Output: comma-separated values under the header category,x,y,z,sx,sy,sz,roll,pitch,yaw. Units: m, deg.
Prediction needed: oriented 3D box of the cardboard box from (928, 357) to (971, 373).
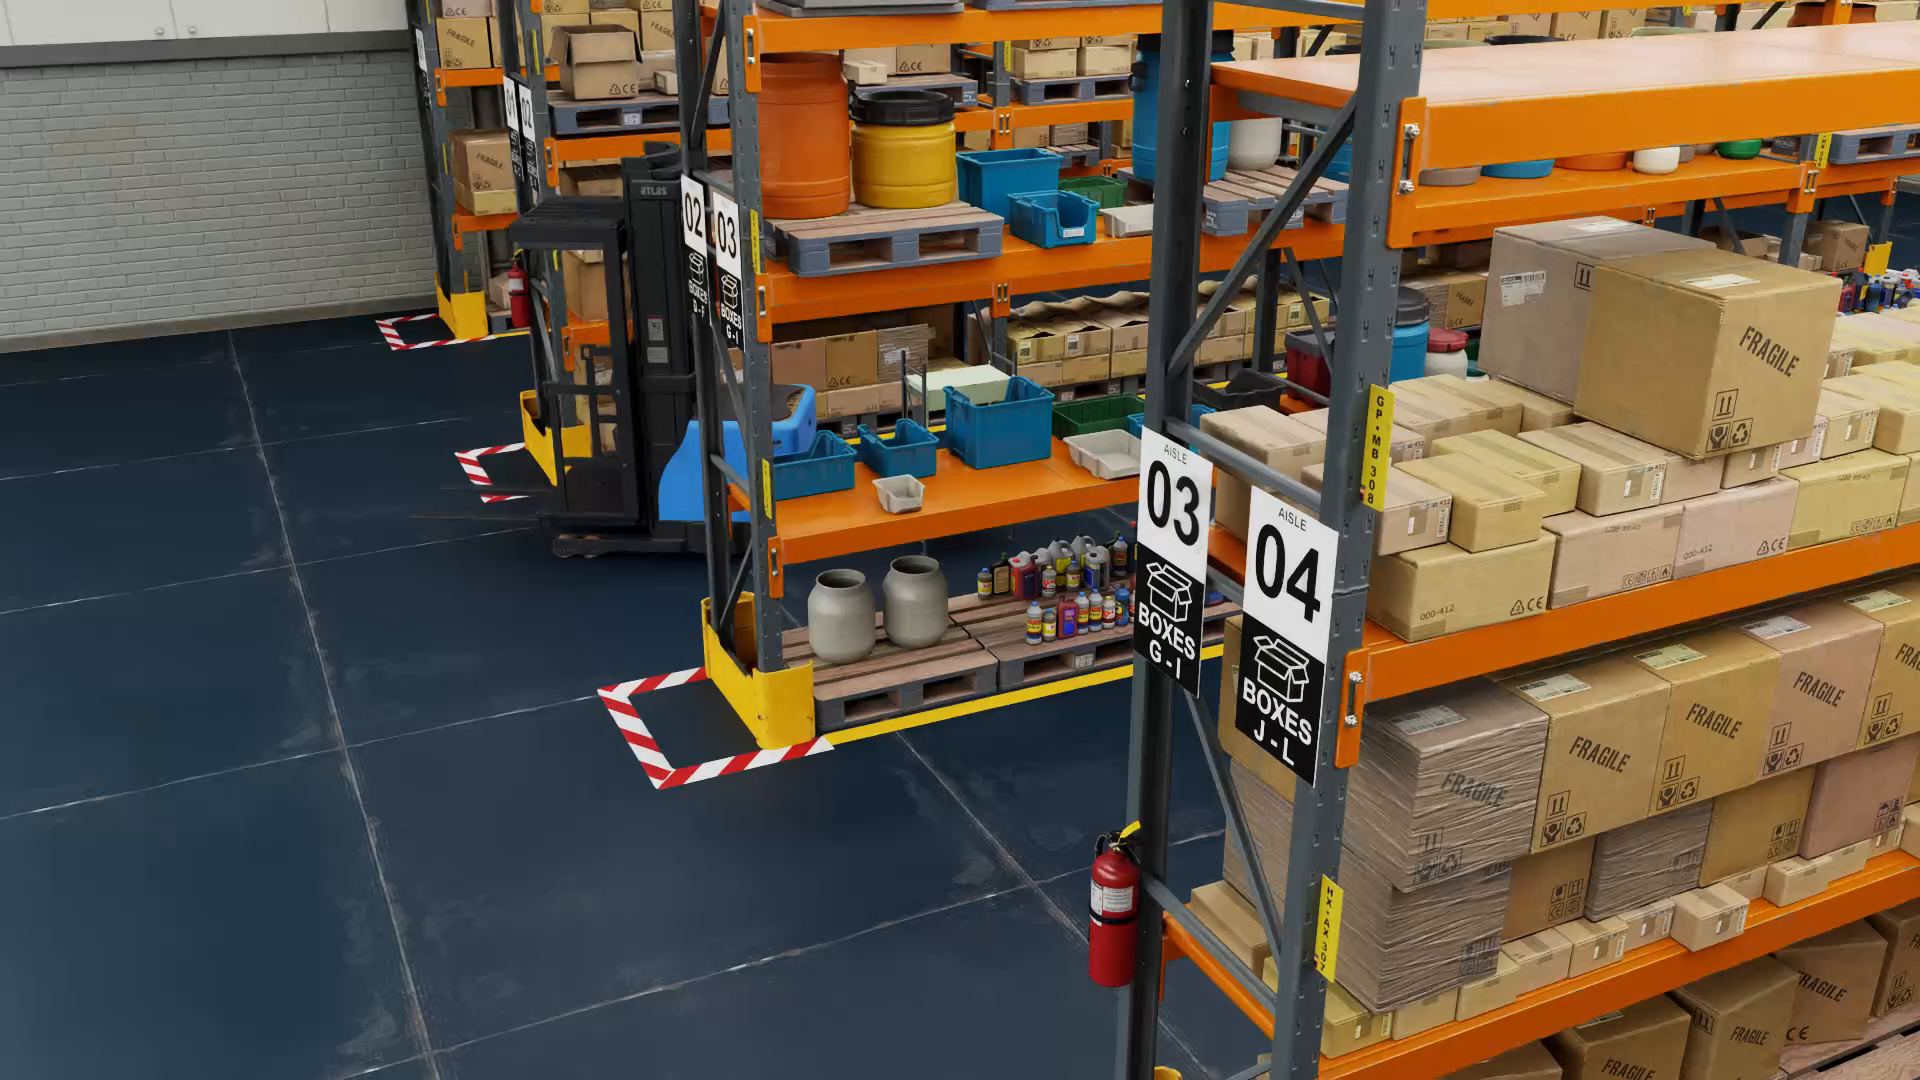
category,x,y,z,sx,sy,sz,roll,pitch,yaw
cardboard box,-0.160,-1.487,15.466,0.500,0.250,0.500,-10,25,-24

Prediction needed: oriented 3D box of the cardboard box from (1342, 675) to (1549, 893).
category,x,y,z,sx,sy,sz,roll,pitch,yaw
cardboard box,1.465,0.720,5.262,0.500,0.500,0.500,-10,25,-24

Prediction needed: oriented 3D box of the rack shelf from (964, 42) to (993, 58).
category,x,y,z,sx,sy,sz,roll,pitch,yaw
rack shelf,-0.187,-5.807,19.876,4.000,0.370,1.077,-10,25,-24

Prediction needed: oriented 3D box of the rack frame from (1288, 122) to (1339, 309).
category,x,y,z,sx,sy,sz,roll,pitch,yaw
rack frame,3.767,-3.379,16.991,0.127,3.000,1.000,-10,25,-24

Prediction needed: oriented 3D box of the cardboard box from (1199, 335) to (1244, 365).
category,x,y,z,sx,sy,sz,roll,pitch,yaw
cardboard box,2.481,-1.962,16.614,0.500,0.250,0.500,-10,24,-22

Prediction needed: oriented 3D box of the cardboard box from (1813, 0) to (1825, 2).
category,x,y,z,sx,sy,sz,roll,pitch,yaw
cardboard box,9.628,-6.336,18.774,0.500,0.500,0.700,-10,25,-24

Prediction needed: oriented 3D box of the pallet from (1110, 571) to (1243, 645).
category,x,y,z,sx,sy,sz,roll,pitch,yaw
pallet,1.685,0.378,11.561,1.213,0.211,1.003,-10,25,-24

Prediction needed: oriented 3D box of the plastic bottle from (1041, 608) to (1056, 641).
category,x,y,z,sx,sy,sz,roll,pitch,yaw
plastic bottle,0.566,0.535,10.619,0.097,0.201,0.097,0,22,0

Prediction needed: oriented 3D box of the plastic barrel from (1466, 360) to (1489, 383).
category,x,y,z,sx,sy,sz,roll,pitch,yaw
plastic barrel,3.567,-1.110,11.692,0.301,0.262,0.301,0,22,0

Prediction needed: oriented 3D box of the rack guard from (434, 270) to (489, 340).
category,x,y,z,sx,sy,sz,roll,pitch,yaw
rack guard,-5.525,-2.616,18.416,0.348,0.500,1.175,-10,25,-24

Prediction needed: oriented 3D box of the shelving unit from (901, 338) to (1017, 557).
category,x,y,z,sx,sy,sz,roll,pitch,yaw
shelving unit,-0.006,-0.692,12.460,0.755,1.500,0.431,-10,25,-24

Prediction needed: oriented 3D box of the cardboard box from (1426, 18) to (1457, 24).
category,x,y,z,sx,sy,sz,roll,pitch,yaw
cardboard box,4.623,-5.428,16.581,0.500,0.500,0.500,-10,25,-24

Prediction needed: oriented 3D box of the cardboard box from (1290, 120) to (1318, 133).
category,x,y,z,sx,sy,sz,roll,pitch,yaw
cardboard box,4.458,-5.690,22.029,0.500,0.500,0.500,-10,25,-23

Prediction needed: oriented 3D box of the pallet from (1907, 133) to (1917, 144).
category,x,y,z,sx,sy,sz,roll,pitch,yaw
pallet,7.832,-3.281,13.078,1.213,0.211,1.003,-10,25,-24

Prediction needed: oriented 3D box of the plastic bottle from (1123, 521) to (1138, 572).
category,x,y,z,sx,sy,sz,roll,pitch,yaw
plastic bottle,1.230,0.035,11.631,0.185,0.351,0.144,-12,25,-26

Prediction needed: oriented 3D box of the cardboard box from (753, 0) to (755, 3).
category,x,y,z,sx,sy,sz,roll,pitch,yaw
cardboard box,-2.323,-6.149,18.296,0.500,0.500,0.500,-13,26,-28

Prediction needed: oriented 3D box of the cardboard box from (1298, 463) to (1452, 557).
category,x,y,z,sx,sy,sz,roll,pitch,yaw
cardboard box,1.200,-0.104,4.833,0.250,0.149,0.380,-11,25,-24

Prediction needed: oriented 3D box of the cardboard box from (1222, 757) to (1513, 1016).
category,x,y,z,sx,sy,sz,roll,pitch,yaw
cardboard box,1.359,1.097,5.658,0.500,0.500,0.875,-10,25,-24

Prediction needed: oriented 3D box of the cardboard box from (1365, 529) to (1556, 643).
category,x,y,z,sx,sy,sz,roll,pitch,yaw
cardboard box,1.398,0.055,4.969,0.500,0.250,0.500,-10,24,-22

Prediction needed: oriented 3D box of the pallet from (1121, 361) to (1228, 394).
category,x,y,z,sx,sy,sz,roll,pitch,yaw
pallet,1.911,-1.767,16.742,1.213,0.211,1.003,-10,25,-24

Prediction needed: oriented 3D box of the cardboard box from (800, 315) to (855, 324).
category,x,y,z,sx,sy,sz,roll,pitch,yaw
cardboard box,-1.292,-1.851,15.364,0.500,0.500,0.500,-10,25,-24

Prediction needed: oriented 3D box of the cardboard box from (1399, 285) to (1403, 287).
category,x,y,z,sx,sy,sz,roll,pitch,yaw
cardboard box,4.301,-2.404,17.329,0.500,0.500,0.500,-9,24,-21

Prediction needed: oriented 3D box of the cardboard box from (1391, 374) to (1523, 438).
category,x,y,z,sx,sy,sz,roll,pitch,yaw
cardboard box,1.667,-0.428,5.614,0.250,0.149,0.380,-10,25,-23

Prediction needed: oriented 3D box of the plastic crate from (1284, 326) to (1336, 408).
category,x,y,z,sx,sy,sz,roll,pitch,yaw
plastic crate,2.611,-1.223,11.699,0.583,0.464,0.402,-10,25,-24

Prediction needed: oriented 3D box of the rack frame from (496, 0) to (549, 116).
category,x,y,z,sx,sy,sz,roll,pitch,yaw
rack frame,-3.441,-4.824,12.638,0.127,3.000,1.000,-10,25,-24

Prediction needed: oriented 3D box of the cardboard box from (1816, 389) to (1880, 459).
category,x,y,z,sx,sy,sz,roll,pitch,yaw
cardboard box,2.822,-0.413,5.580,0.250,0.149,0.380,-11,25,-26

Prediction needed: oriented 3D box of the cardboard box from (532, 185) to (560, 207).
category,x,y,z,sx,sy,sz,roll,pitch,yaw
cardboard box,-4.554,-3.761,18.084,0.500,0.250,0.500,-11,25,-25

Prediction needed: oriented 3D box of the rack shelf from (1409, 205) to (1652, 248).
category,x,y,z,sx,sy,sz,roll,pitch,yaw
rack shelf,5.569,-3.378,17.930,4.000,0.370,1.077,-10,25,-24

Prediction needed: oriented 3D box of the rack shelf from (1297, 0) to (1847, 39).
category,x,y,z,sx,sy,sz,roll,pitch,yaw
rack shelf,4.110,-3.594,11.131,4.000,0.370,1.077,-10,25,-24

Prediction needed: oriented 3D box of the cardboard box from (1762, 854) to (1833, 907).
category,x,y,z,sx,sy,sz,roll,pitch,yaw
cardboard box,3.032,1.196,6.267,0.250,0.149,0.380,-10,25,-24

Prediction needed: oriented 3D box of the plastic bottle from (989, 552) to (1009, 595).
category,x,y,z,sx,sy,sz,roll,pitch,yaw
plastic bottle,0.266,0.226,11.258,0.133,0.283,0.061,-10,24,-22

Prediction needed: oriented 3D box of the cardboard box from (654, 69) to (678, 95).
category,x,y,z,sx,sy,sz,roll,pitch,yaw
cardboard box,-2.305,-3.715,13.477,0.250,0.149,0.380,-10,25,-24

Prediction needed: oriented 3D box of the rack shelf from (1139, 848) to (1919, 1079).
category,x,y,z,sx,sy,sz,roll,pitch,yaw
rack shelf,2.654,1.363,6.475,4.000,0.370,1.077,-10,25,-24

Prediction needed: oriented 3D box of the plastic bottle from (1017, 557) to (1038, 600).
category,x,y,z,sx,sy,sz,roll,pitch,yaw
plastic bottle,0.454,0.256,11.186,0.133,0.283,0.061,-10,25,-24

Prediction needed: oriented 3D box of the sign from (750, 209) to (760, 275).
category,x,y,z,sx,sy,sz,roll,pitch,yaw
sign,-1.062,-1.544,8.625,0.005,0.325,0.100,-10,25,-24

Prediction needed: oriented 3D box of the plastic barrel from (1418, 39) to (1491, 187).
category,x,y,z,sx,sy,sz,roll,pitch,yaw
plastic barrel,3.261,-2.893,11.240,0.600,0.901,0.600,0,22,0

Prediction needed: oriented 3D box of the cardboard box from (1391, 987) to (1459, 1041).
category,x,y,z,sx,sy,sz,roll,pitch,yaw
cardboard box,1.445,1.479,5.584,0.250,0.149,0.380,-10,25,-24

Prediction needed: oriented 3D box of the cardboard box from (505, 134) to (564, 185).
category,x,y,z,sx,sy,sz,roll,pitch,yaw
cardboard box,-4.583,-4.099,17.920,0.500,0.500,0.500,-10,25,-23

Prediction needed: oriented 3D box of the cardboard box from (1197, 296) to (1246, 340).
category,x,y,z,sx,sy,sz,roll,pitch,yaw
cardboard box,2.480,-2.219,16.501,0.500,0.311,0.500,-11,25,-24

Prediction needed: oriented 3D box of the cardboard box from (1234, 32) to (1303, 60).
category,x,y,z,sx,sy,sz,roll,pitch,yaw
cardboard box,2.918,-4.702,15.912,0.500,0.250,0.500,-10,24,-22

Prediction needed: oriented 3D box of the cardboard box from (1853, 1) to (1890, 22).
category,x,y,z,sx,sy,sz,roll,pitch,yaw
cardboard box,10.173,-5.997,18.937,0.500,0.250,0.500,-10,25,-24

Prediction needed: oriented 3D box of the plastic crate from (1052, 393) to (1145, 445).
category,x,y,z,sx,sy,sz,roll,pitch,yaw
plastic crate,0.962,-0.782,10.994,0.662,0.188,0.450,-10,25,-24

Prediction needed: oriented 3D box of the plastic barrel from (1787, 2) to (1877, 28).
category,x,y,z,sx,sy,sz,roll,pitch,yaw
plastic barrel,6.425,-3.543,12.354,0.708,0.830,0.600,-10,25,-24

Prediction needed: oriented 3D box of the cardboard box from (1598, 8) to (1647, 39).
category,x,y,z,sx,sy,sz,roll,pitch,yaw
cardboard box,6.886,-5.657,17.761,0.600,0.600,0.600,-13,26,-29

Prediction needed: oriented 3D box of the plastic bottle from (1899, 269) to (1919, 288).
category,x,y,z,sx,sy,sz,roll,pitch,yaw
plastic bottle,8.100,-2.178,14.253,0.135,0.276,0.152,-10,25,-24

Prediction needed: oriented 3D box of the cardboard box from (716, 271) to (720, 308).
category,x,y,z,sx,sy,sz,roll,pitch,yaw
cardboard box,-2.094,-2.340,14.351,0.500,0.500,0.700,-10,25,-23

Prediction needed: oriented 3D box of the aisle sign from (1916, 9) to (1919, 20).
category,x,y,z,sx,sy,sz,roll,pitch,yaw
aisle sign,11.170,-5.813,19.472,0.004,0.787,0.394,-10,25,-24

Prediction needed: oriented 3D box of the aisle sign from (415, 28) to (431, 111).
category,x,y,z,sx,sy,sz,roll,pitch,yaw
aisle sign,-5.528,-4.844,17.132,0.004,0.787,0.394,-10,25,-24

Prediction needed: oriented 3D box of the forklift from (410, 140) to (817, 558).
category,x,y,z,sx,sy,sz,roll,pitch,yaw
forklift,-2.642,-1.420,12.348,3.031,2.935,1.130,1,23,3

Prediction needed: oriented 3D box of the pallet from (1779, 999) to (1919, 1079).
category,x,y,z,sx,sy,sz,roll,pitch,yaw
pallet,3.866,2.111,7.374,1.213,0.211,1.003,-10,25,-24

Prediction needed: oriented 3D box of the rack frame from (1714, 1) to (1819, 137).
category,x,y,z,sx,sy,sz,roll,pitch,yaw
rack frame,5.912,-4.443,11.718,0.127,3.000,1.000,-10,25,-24

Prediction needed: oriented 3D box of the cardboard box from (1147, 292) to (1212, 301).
category,x,y,z,sx,sy,sz,roll,pitch,yaw
cardboard box,2.238,-2.402,16.944,0.500,0.311,0.500,-11,25,-25

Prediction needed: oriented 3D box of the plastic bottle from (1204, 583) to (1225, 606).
category,x,y,z,sx,sy,sz,roll,pitch,yaw
plastic bottle,1.680,0.251,11.110,0.185,0.351,0.144,-12,25,-26

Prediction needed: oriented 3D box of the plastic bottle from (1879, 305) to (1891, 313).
category,x,y,z,sx,sy,sz,roll,pitch,yaw
plastic bottle,7.304,-1.719,13.149,0.097,0.271,0.097,0,22,0

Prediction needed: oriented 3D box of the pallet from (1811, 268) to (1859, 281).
category,x,y,z,sx,sy,sz,roll,pitch,yaw
pallet,10.189,-3.272,20.379,1.213,0.211,1.003,-10,25,-24
